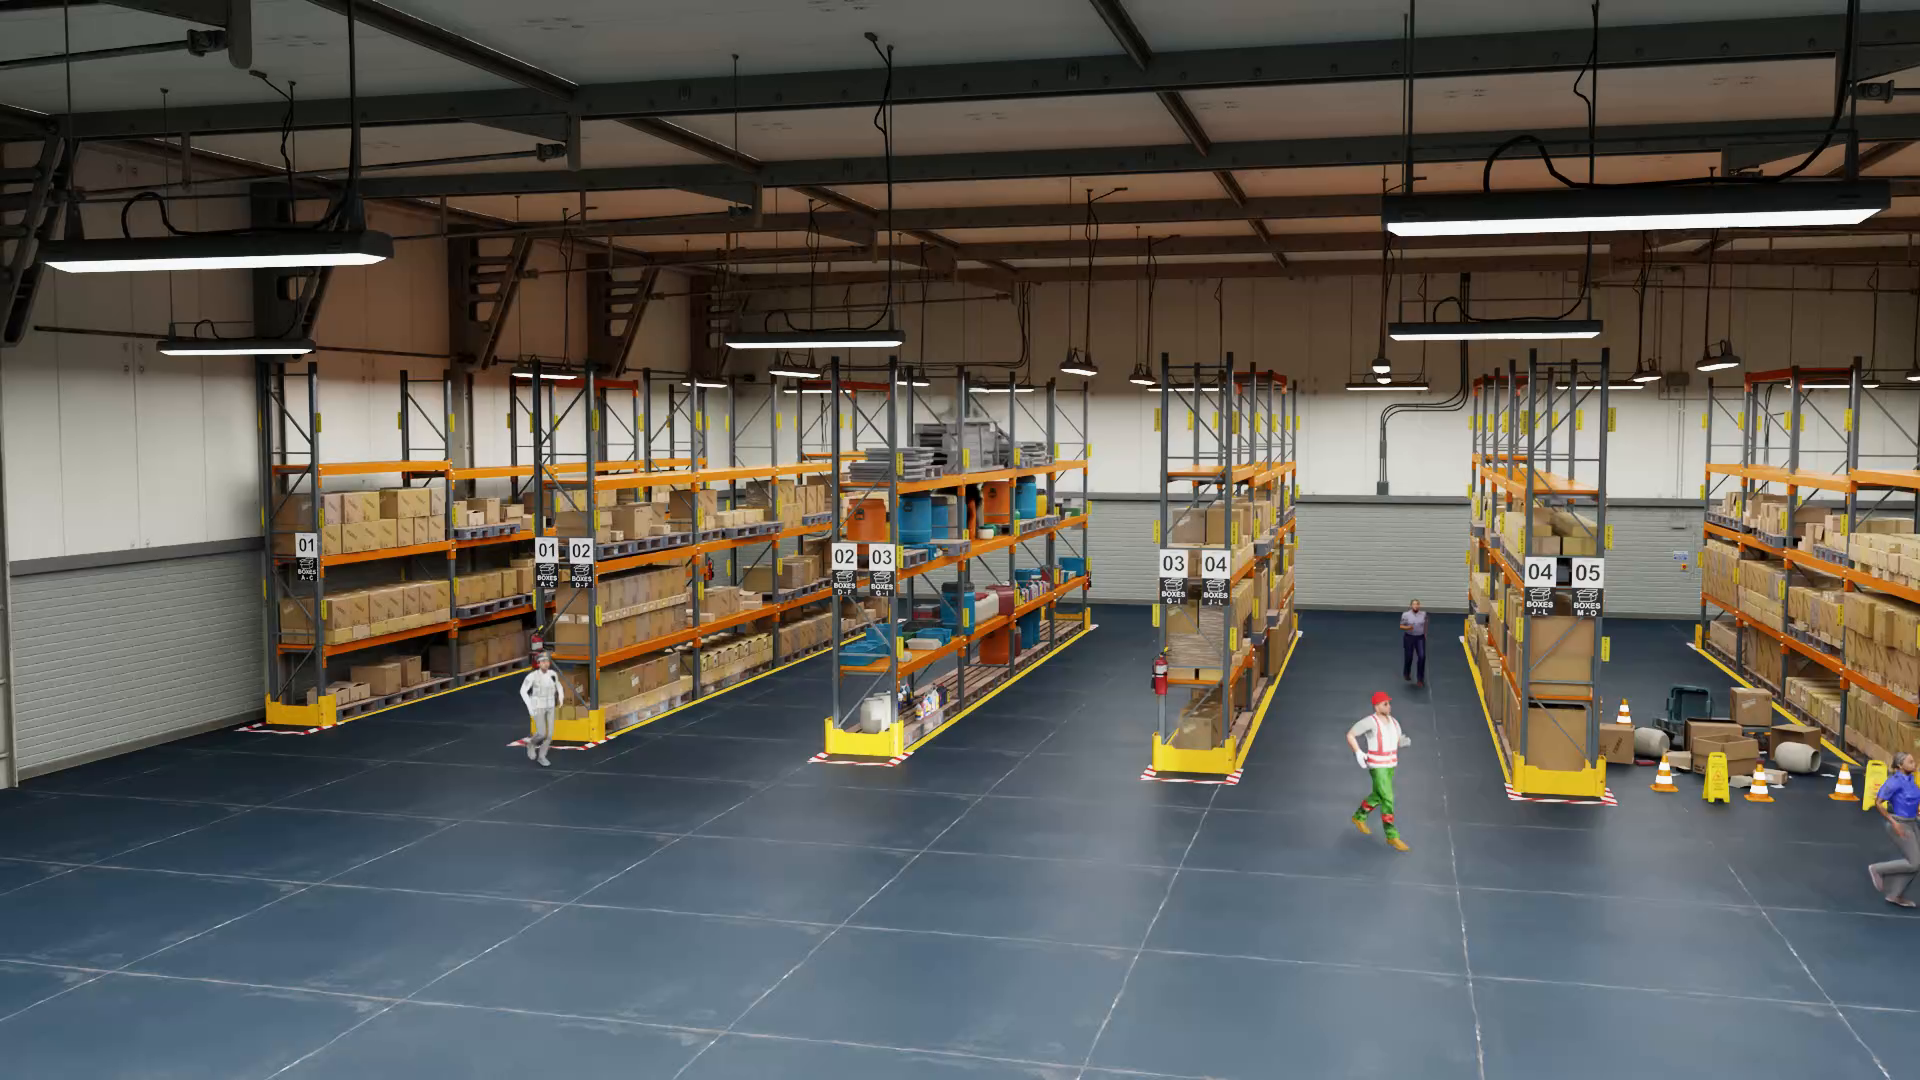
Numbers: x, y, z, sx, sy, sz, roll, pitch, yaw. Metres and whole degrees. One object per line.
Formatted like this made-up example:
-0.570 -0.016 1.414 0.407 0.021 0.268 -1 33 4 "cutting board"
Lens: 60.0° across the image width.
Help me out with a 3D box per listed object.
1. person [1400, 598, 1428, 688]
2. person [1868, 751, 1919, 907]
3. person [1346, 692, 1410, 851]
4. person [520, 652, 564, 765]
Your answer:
8.665 1.959 31.744 0.550 1.685 0.821 1 4 8 "person"
9.779 2.992 17.236 0.575 1.611 0.559 -3 5 -38 "person"
4.988 2.694 19.709 0.658 1.801 0.950 -3 5 -37 "person"
-6.097 2.463 24.393 0.634 1.666 0.543 -3 5 -41 "person"
